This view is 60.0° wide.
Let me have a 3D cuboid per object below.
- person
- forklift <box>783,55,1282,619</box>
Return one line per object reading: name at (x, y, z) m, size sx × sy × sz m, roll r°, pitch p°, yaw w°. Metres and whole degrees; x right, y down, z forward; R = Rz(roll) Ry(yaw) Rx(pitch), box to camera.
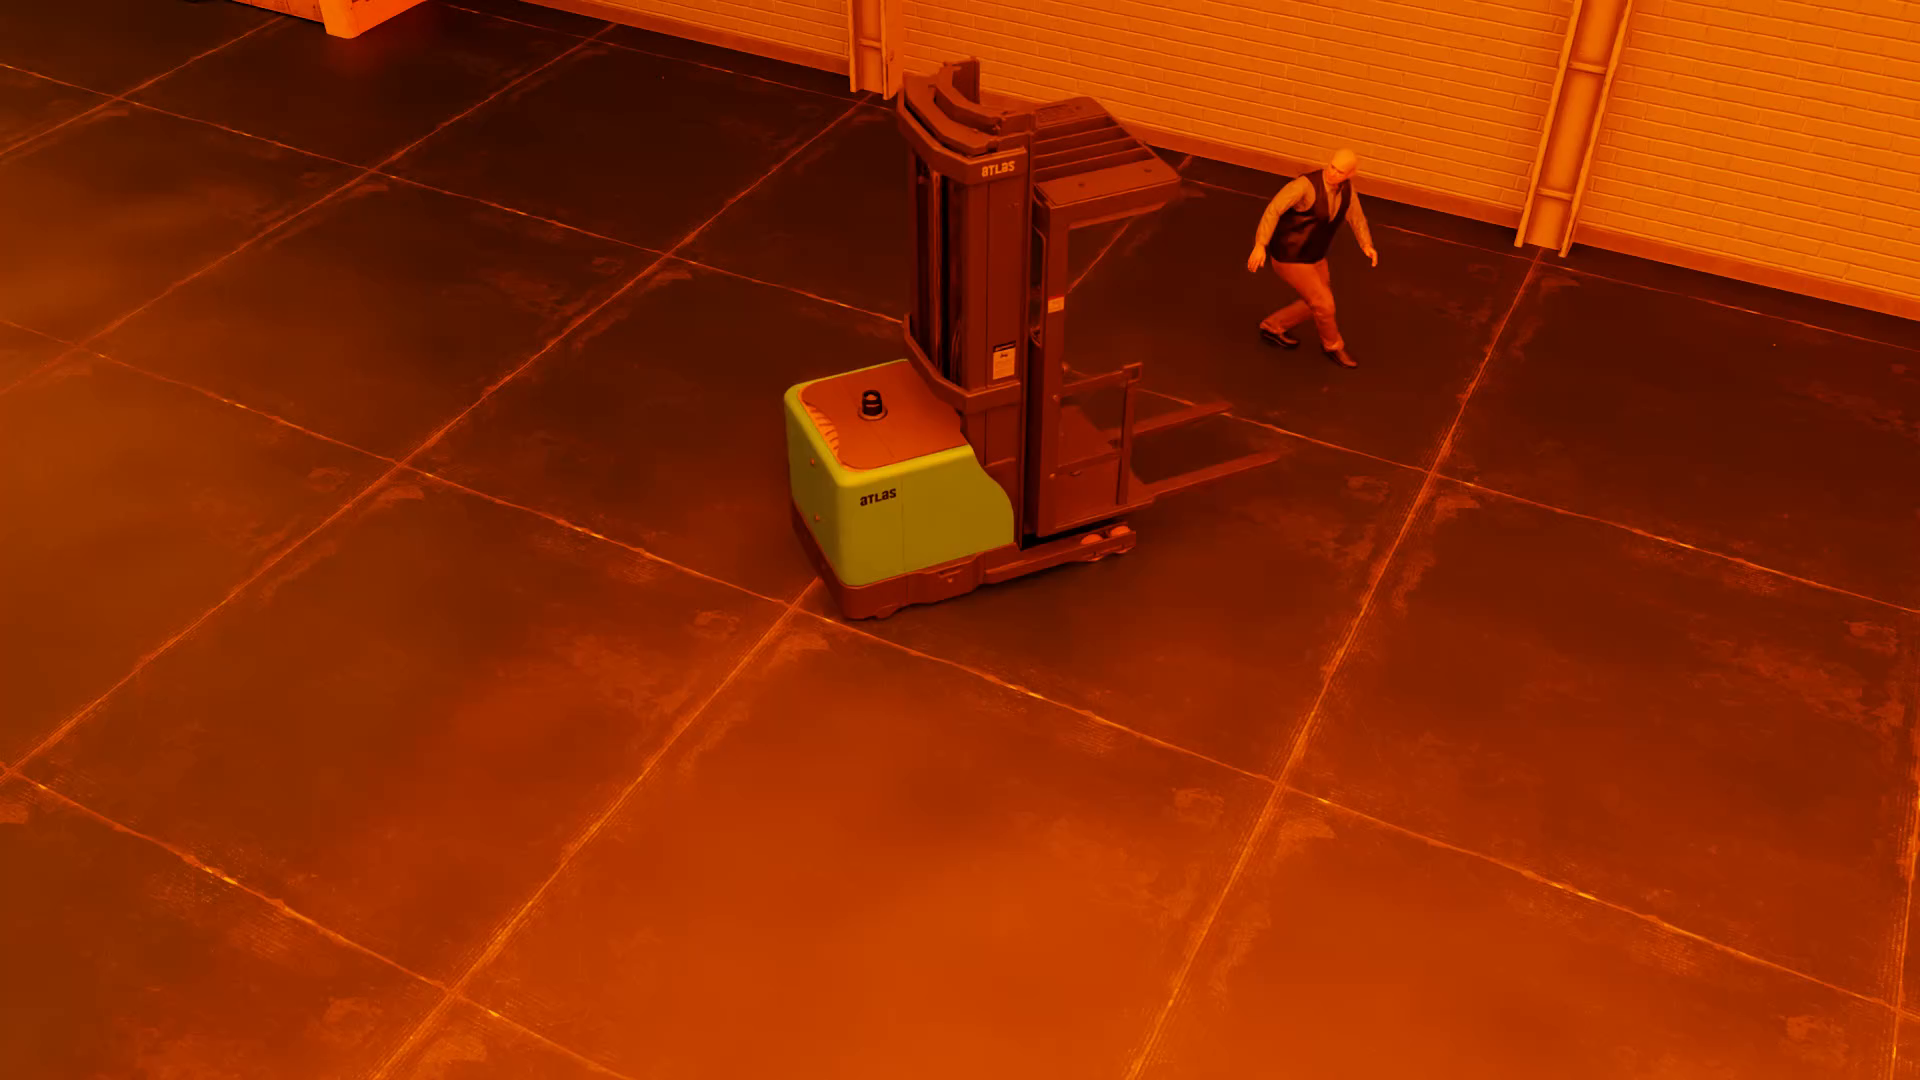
person at (2.423, -1.880, 11.279) m, size 0.786 × 1.590 × 0.771 m, roll 31°, pitch 49°, yaw 31°
forklift at (0.525, -1.287, 9.514) m, size 3.031 × 2.935 × 1.130 m, roll -16°, pitch 43°, yaw -18°
